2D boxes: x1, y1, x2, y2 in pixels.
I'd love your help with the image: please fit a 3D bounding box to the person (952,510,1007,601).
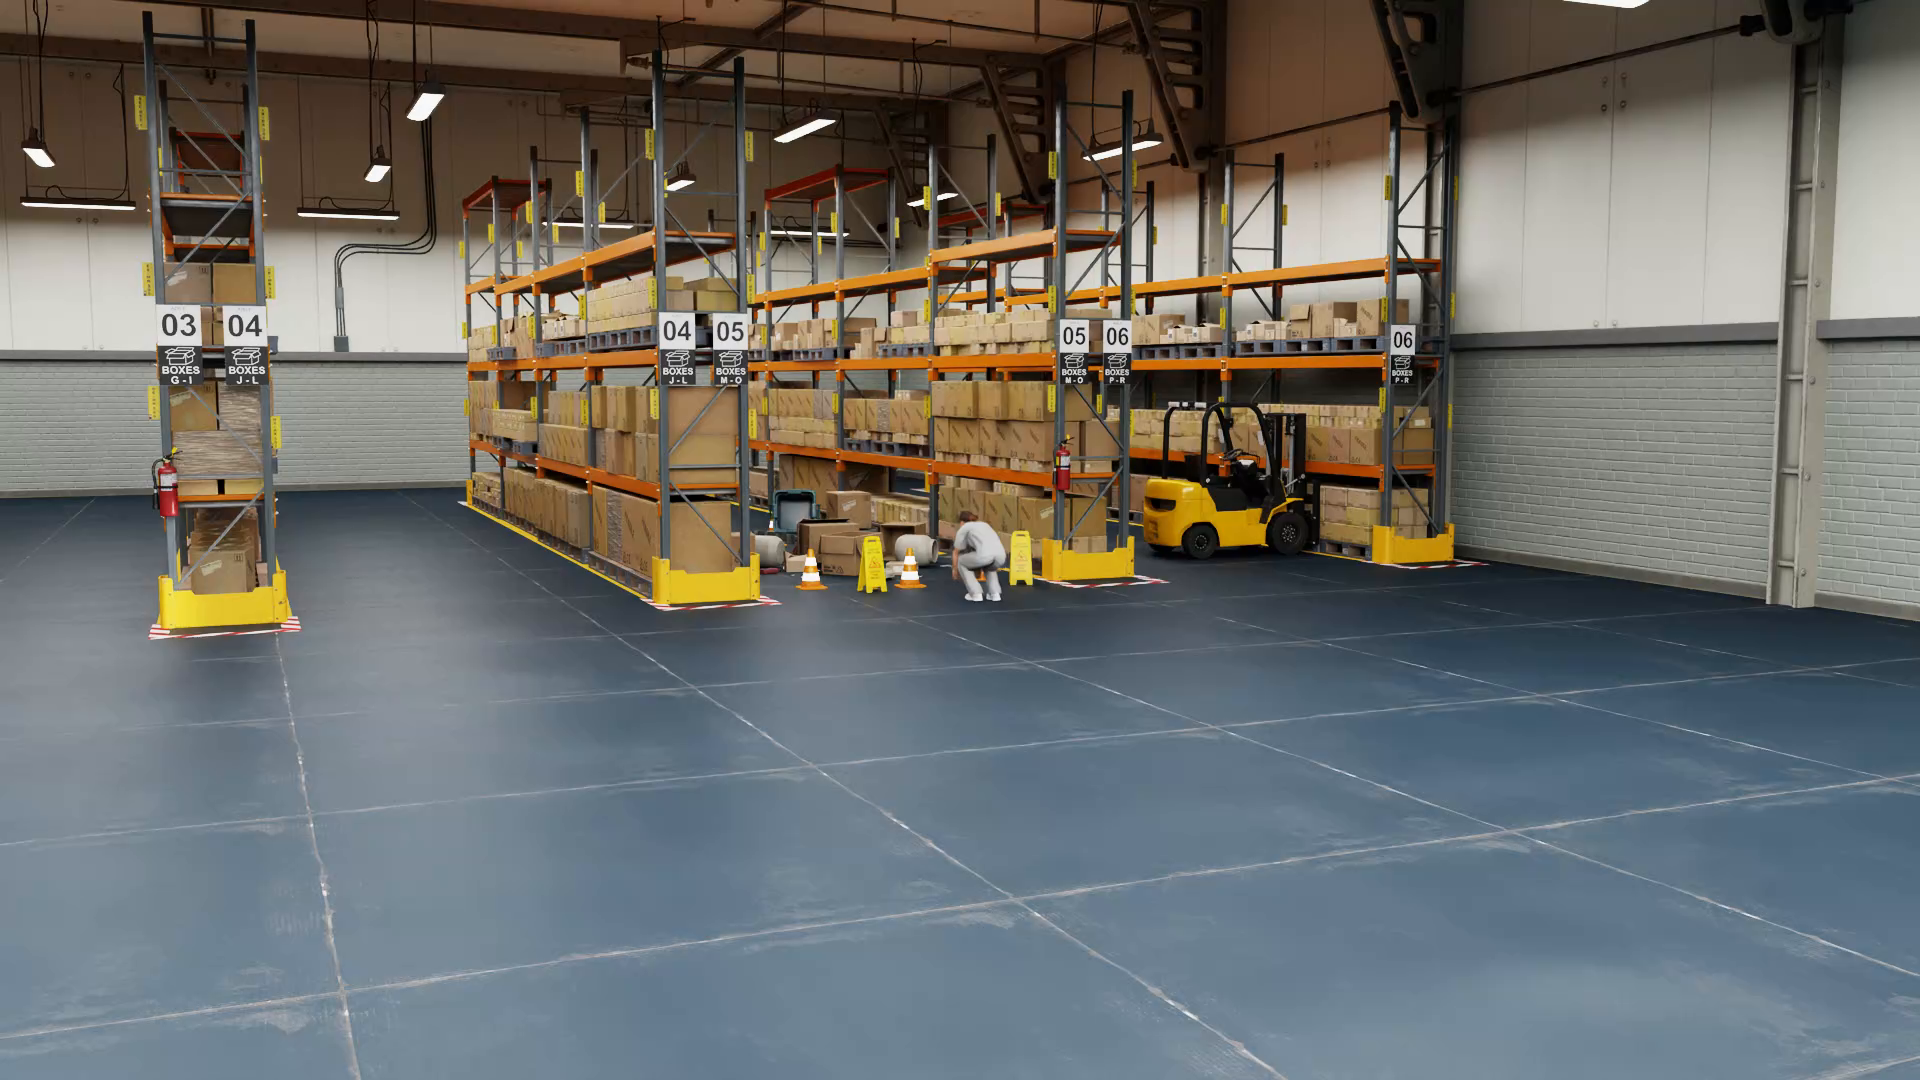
[{"bbox_3d":[0.205,0.178,18.708,0.486,0.992,0.783,-2,6,-24],"label":"person"}]
